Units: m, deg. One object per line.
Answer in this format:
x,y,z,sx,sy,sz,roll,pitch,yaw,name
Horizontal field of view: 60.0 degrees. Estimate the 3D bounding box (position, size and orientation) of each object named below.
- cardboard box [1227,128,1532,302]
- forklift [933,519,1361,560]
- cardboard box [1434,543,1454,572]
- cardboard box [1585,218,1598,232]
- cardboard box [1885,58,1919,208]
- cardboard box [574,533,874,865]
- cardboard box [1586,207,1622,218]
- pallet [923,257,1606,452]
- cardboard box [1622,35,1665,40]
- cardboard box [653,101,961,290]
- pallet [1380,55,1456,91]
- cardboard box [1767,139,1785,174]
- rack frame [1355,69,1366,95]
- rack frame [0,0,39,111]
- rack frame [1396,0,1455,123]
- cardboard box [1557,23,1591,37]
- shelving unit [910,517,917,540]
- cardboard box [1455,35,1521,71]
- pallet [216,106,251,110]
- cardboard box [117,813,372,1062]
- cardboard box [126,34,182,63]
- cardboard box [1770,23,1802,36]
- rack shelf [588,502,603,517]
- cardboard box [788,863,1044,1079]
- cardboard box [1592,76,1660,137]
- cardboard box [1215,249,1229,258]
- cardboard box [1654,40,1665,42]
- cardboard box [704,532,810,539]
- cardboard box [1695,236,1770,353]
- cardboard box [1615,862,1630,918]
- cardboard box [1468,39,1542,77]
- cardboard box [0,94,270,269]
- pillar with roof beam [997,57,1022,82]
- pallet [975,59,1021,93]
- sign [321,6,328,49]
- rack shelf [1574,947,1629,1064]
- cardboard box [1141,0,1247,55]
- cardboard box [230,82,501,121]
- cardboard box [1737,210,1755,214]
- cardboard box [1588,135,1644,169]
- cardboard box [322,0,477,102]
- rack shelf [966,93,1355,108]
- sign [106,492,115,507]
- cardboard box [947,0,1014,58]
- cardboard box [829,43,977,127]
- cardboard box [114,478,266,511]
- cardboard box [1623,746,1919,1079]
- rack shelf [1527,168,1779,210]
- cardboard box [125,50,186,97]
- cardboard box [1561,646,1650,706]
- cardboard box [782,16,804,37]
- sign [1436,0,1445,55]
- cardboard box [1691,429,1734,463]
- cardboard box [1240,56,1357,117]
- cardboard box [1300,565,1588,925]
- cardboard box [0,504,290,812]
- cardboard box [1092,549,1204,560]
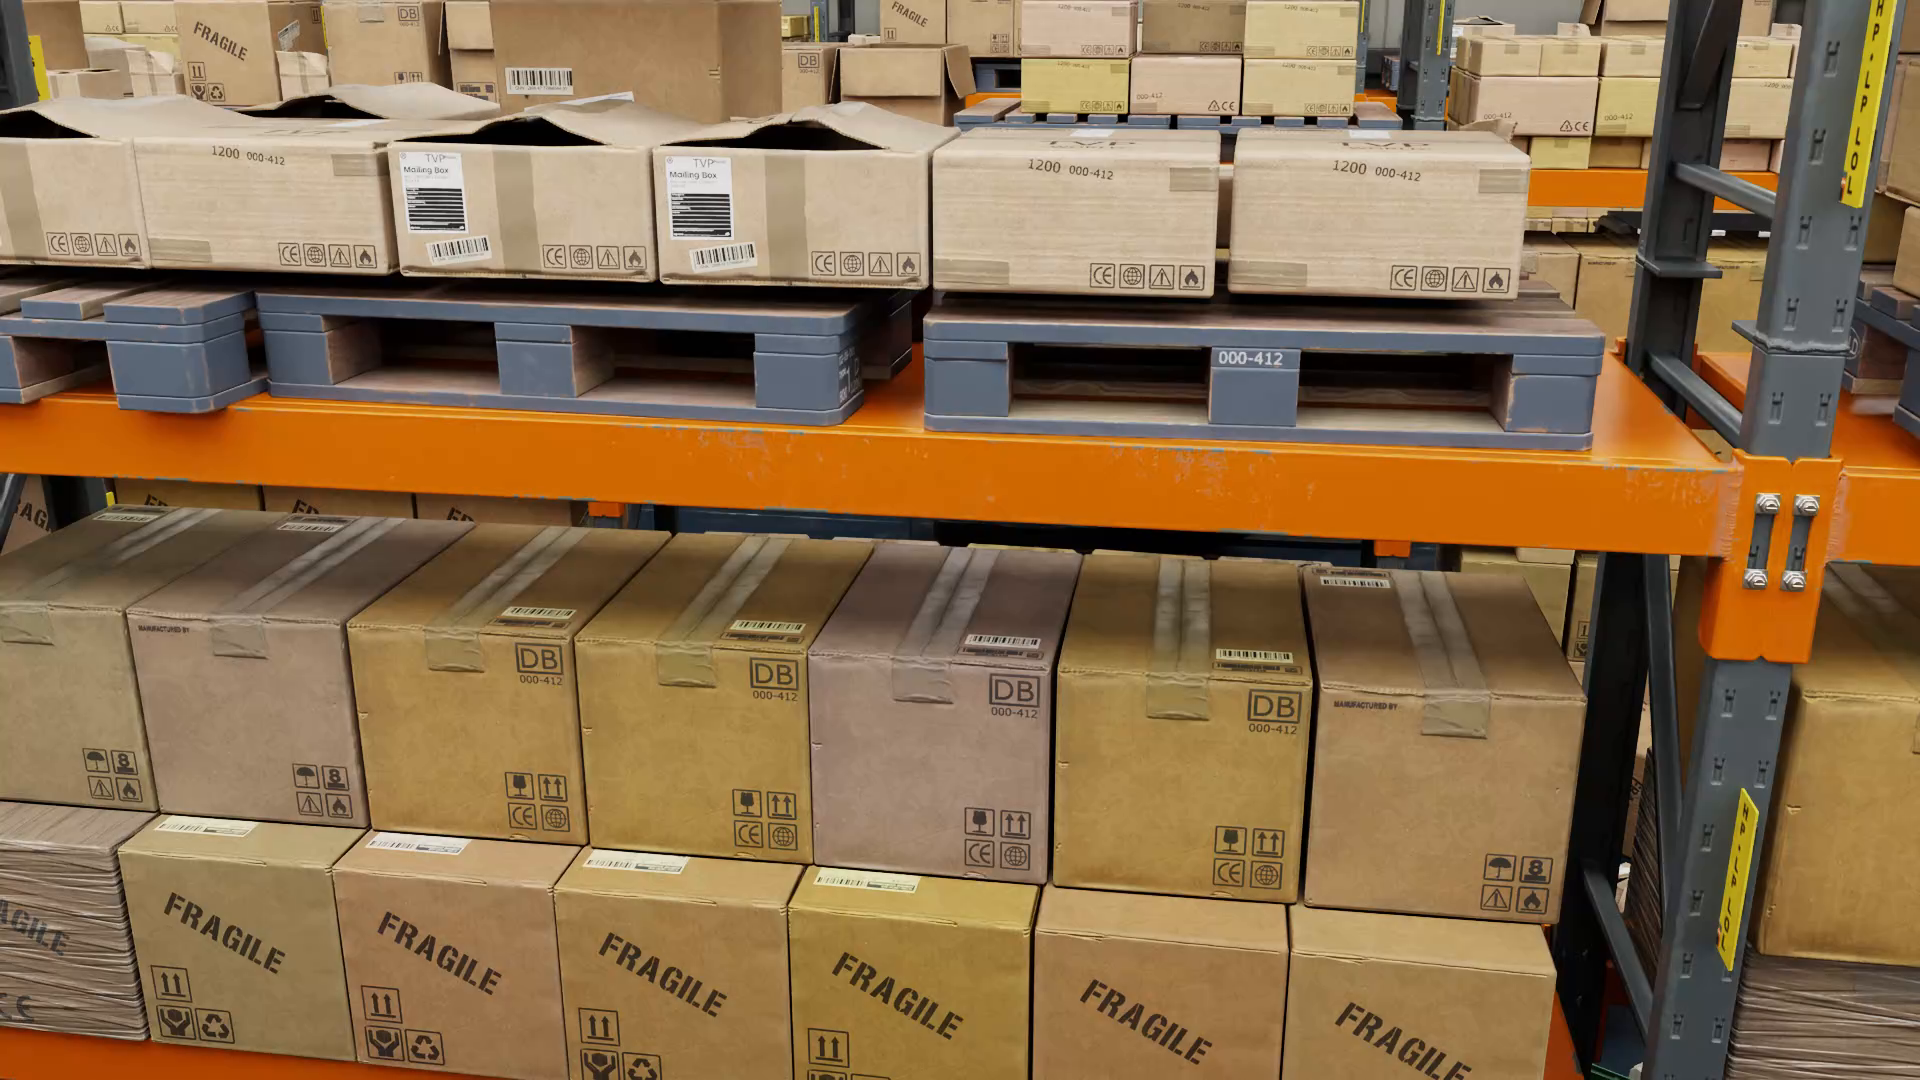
0.767,-0.624,3.131,0.500,0.250,0.500,3,19,9,cardboard box
1.385,-1.314,10.610,3.031,2.935,1.130,3,19,7,forklift
2.802,0.098,8.772,0.500,0.500,0.500,3,19,8,cardboard box
4.755,-2.324,12.343,0.250,0.149,0.380,3,19,8,cardboard box
1.928,-0.667,2.791,0.500,0.250,0.500,3,19,9,cardboard box
-0.507,0.338,3.833,0.500,0.500,0.700,3,19,8,cardboard box
4.760,-2.492,12.375,0.250,0.149,0.380,3,19,9,cardboard box
0.577,-0.403,3.355,1.217,0.209,0.805,2,19,6,pallet
3.311,-2.328,7.947,0.250,0.149,0.380,3,19,10,cardboard box
-0.276,-0.687,3.222,0.500,0.311,0.500,2,19,7,cardboard box
3.805,-3.498,12.441,1.213,0.211,1.003,3,19,9,pallet
3.703,-1.715,7.370,0.250,0.149,0.380,3,19,8,cardboard box
2.959,-2.152,13.007,0.127,3.000,1.000,3,19,9,rack frame
-2.460,-2.087,3.359,0.127,3.000,1.000,3,19,9,rack frame
2.175,-3.442,7.407,0.127,3.000,1.000,3,19,9,rack frame
4.376,-3.587,11.962,0.258,0.266,0.396,2,19,7,cardboard box
-0.216,-0.437,11.190,0.210,0.900,0.258,3,19,7,shelving unit
2.523,-2.331,7.953,0.250,0.149,0.380,3,19,10,cardboard box
-3.523,-2.202,8.727,1.213,0.211,1.003,4,19,11,pallet
-1.557,0.842,3.901,0.500,0.500,0.500,3,19,8,cardboard box
-6.475,-4.045,13.705,0.500,0.250,0.500,3,19,10,cardboard box
5.791,-3.515,11.747,0.258,0.266,0.396,3,19,9,cardboard box
-3.749,-0.557,9.376,4.000,0.370,1.077,3,19,9,rack shelf
-0.066,0.918,3.673,0.500,0.500,0.500,3,19,9,cardboard box
3.077,-1.958,7.468,0.500,0.250,0.500,3,19,8,cardboard box
1.924,-2.286,12.857,0.500,0.250,0.500,2,19,7,cardboard box
3.210,-2.118,7.319,0.250,0.149,0.380,3,19,8,cardboard box
-1.218,0.281,9.217,0.625,0.372,0.950,2,19,5,cardboard box
3.567,-1.103,7.670,0.500,0.500,0.700,3,19,7,cardboard box
2.639,1.413,6.661,0.396,0.266,0.258,-11,21,-29,cardboard box
2.434,-2.160,7.443,0.250,0.149,0.380,3,19,8,cardboard box
-1.780,-0.764,3.451,0.500,0.311,0.500,3,19,9,cardboard box
-0.243,-4.066,9.274,0.400,9.000,9.100,3,19,9,pillar with roof beam
0.798,-3.625,12.979,1.213,0.211,1.003,4,19,11,pallet
-5.018,-4.052,13.143,0.005,0.325,0.100,3,19,9,sign
3.464,1.401,3.522,4.000,0.370,1.077,3,19,9,rack shelf
1.168,-2.561,8.289,0.500,0.250,0.500,3,19,7,cardboard box
-1.380,-0.910,3.890,0.500,0.311,0.500,3,19,9,cardboard box
5.776,-2.442,12.225,0.250,0.149,0.380,3,19,9,cardboard box
2.956,-1.799,7.621,0.250,0.149,0.380,3,19,9,cardboard box
-2.782,-2.457,8.373,0.500,0.500,0.700,2,19,6,cardboard box
0.984,-3.334,12.946,4.000,0.370,1.077,3,19,9,rack shelf
-2.375,0.035,4.647,0.005,0.325,0.100,3,19,9,sign
0.200,-3.963,12.715,0.500,0.500,0.700,3,19,8,cardboard box
-0.264,-2.202,8.265,0.637,0.503,0.797,3,19,9,cardboard box
-4.206,-0.142,9.686,0.875,0.875,0.875,3,19,10,cardboard box
1.856,0.903,3.641,0.550,0.550,0.875,3,19,9,cardboard box
4.150,-1.577,7.696,4.000,0.370,1.077,3,19,9,rack shelf
-3.975,-2.356,8.438,0.258,0.266,0.396,4,19,13,cardboard box
3.244,0.646,8.317,0.500,0.250,0.500,4,19,12,cardboard box
-1.377,-3.959,12.821,0.250,0.149,0.380,4,19,10,cardboard box
2.091,-2.277,7.218,0.005,0.325,0.100,3,19,9,sign
3.558,-0.628,7.827,0.500,0.500,0.500,3,19,8,cardboard box
1.575,-2.131,7.792,0.500,0.250,0.500,3,19,8,cardboard box
0.999,0.415,3.604,0.500,0.500,0.700,3,19,8,cardboard box
-2.018,0.262,4.059,0.500,0.500,0.700,3,19,8,cardboard box
0.946,0.390,8.891,0.625,0.372,0.950,4,19,12,cardboard box
